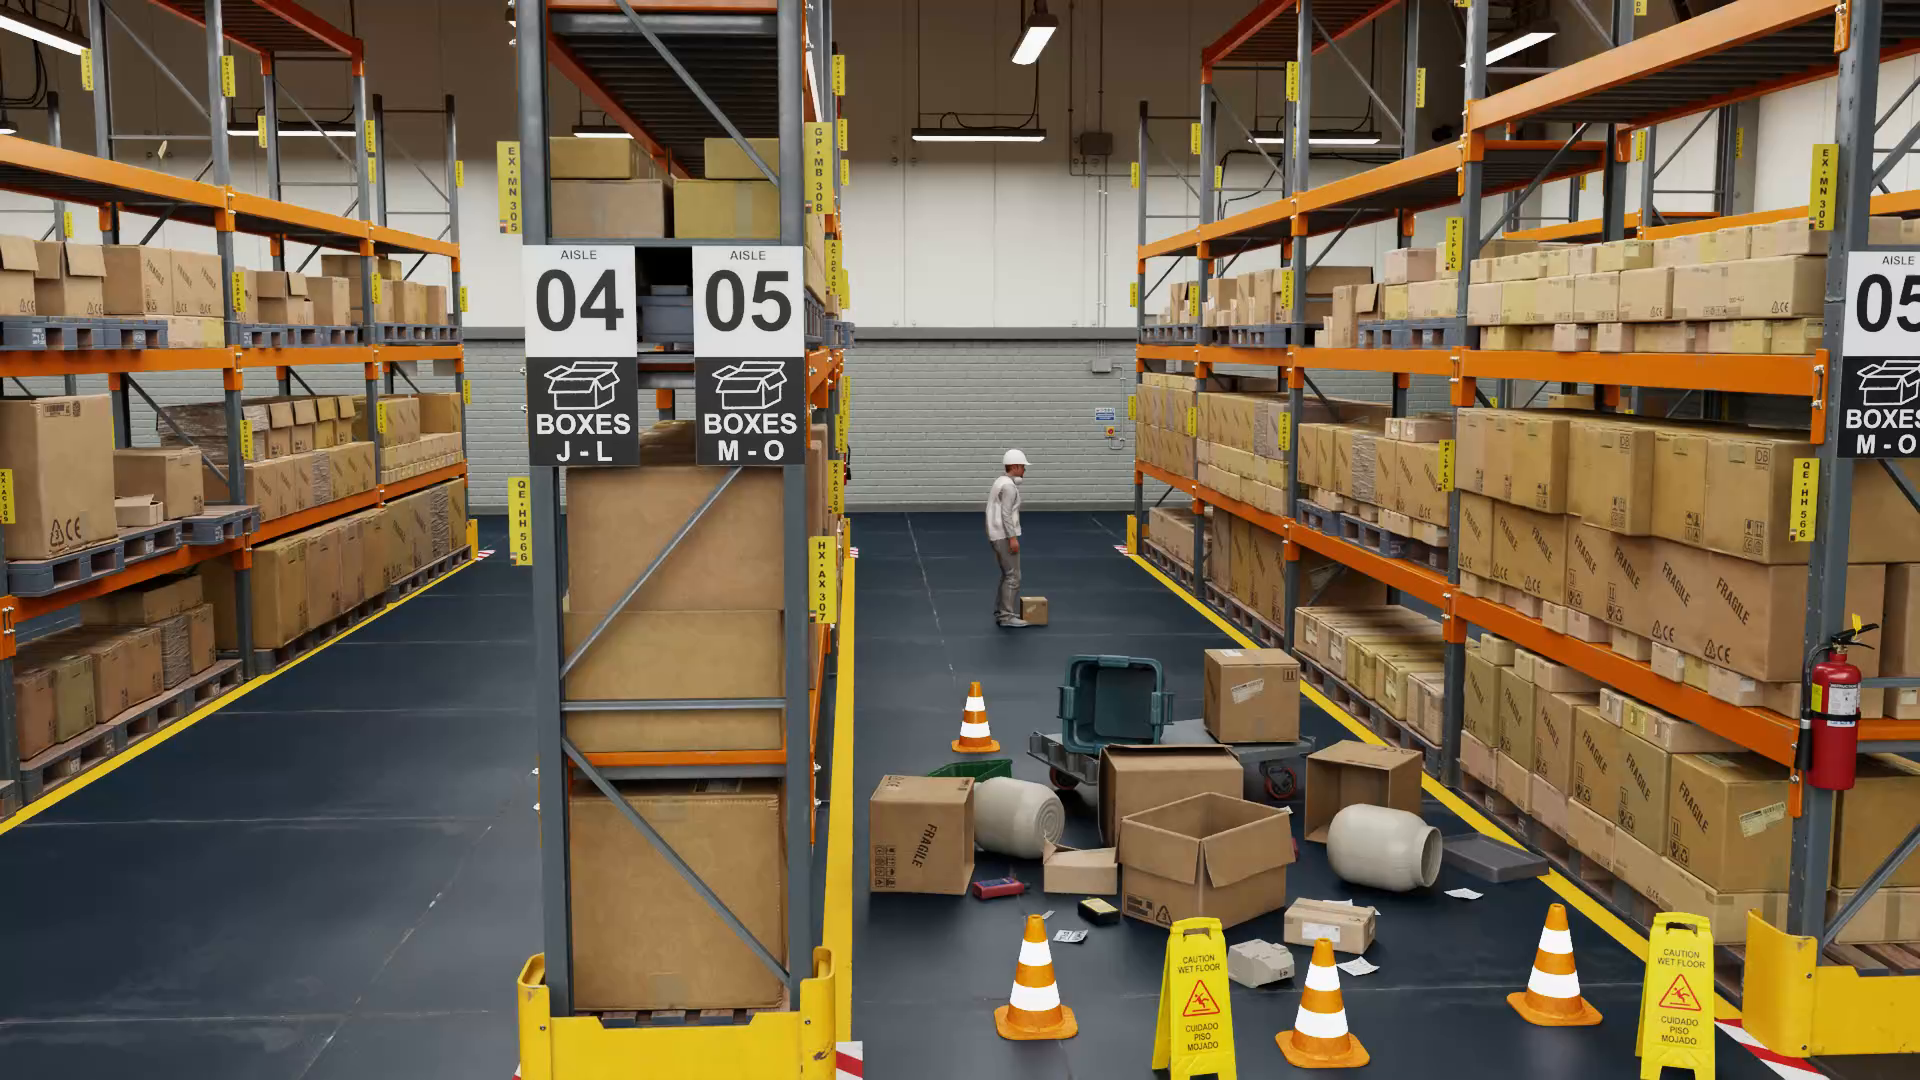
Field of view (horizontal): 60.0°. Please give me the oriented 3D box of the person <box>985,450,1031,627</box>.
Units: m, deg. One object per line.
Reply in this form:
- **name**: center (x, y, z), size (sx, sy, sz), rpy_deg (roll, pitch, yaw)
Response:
- **person**: center (0.490, -0.028, 16.866), size (0.463, 1.770, 0.577), rpy_deg (-1, 7, -4)
